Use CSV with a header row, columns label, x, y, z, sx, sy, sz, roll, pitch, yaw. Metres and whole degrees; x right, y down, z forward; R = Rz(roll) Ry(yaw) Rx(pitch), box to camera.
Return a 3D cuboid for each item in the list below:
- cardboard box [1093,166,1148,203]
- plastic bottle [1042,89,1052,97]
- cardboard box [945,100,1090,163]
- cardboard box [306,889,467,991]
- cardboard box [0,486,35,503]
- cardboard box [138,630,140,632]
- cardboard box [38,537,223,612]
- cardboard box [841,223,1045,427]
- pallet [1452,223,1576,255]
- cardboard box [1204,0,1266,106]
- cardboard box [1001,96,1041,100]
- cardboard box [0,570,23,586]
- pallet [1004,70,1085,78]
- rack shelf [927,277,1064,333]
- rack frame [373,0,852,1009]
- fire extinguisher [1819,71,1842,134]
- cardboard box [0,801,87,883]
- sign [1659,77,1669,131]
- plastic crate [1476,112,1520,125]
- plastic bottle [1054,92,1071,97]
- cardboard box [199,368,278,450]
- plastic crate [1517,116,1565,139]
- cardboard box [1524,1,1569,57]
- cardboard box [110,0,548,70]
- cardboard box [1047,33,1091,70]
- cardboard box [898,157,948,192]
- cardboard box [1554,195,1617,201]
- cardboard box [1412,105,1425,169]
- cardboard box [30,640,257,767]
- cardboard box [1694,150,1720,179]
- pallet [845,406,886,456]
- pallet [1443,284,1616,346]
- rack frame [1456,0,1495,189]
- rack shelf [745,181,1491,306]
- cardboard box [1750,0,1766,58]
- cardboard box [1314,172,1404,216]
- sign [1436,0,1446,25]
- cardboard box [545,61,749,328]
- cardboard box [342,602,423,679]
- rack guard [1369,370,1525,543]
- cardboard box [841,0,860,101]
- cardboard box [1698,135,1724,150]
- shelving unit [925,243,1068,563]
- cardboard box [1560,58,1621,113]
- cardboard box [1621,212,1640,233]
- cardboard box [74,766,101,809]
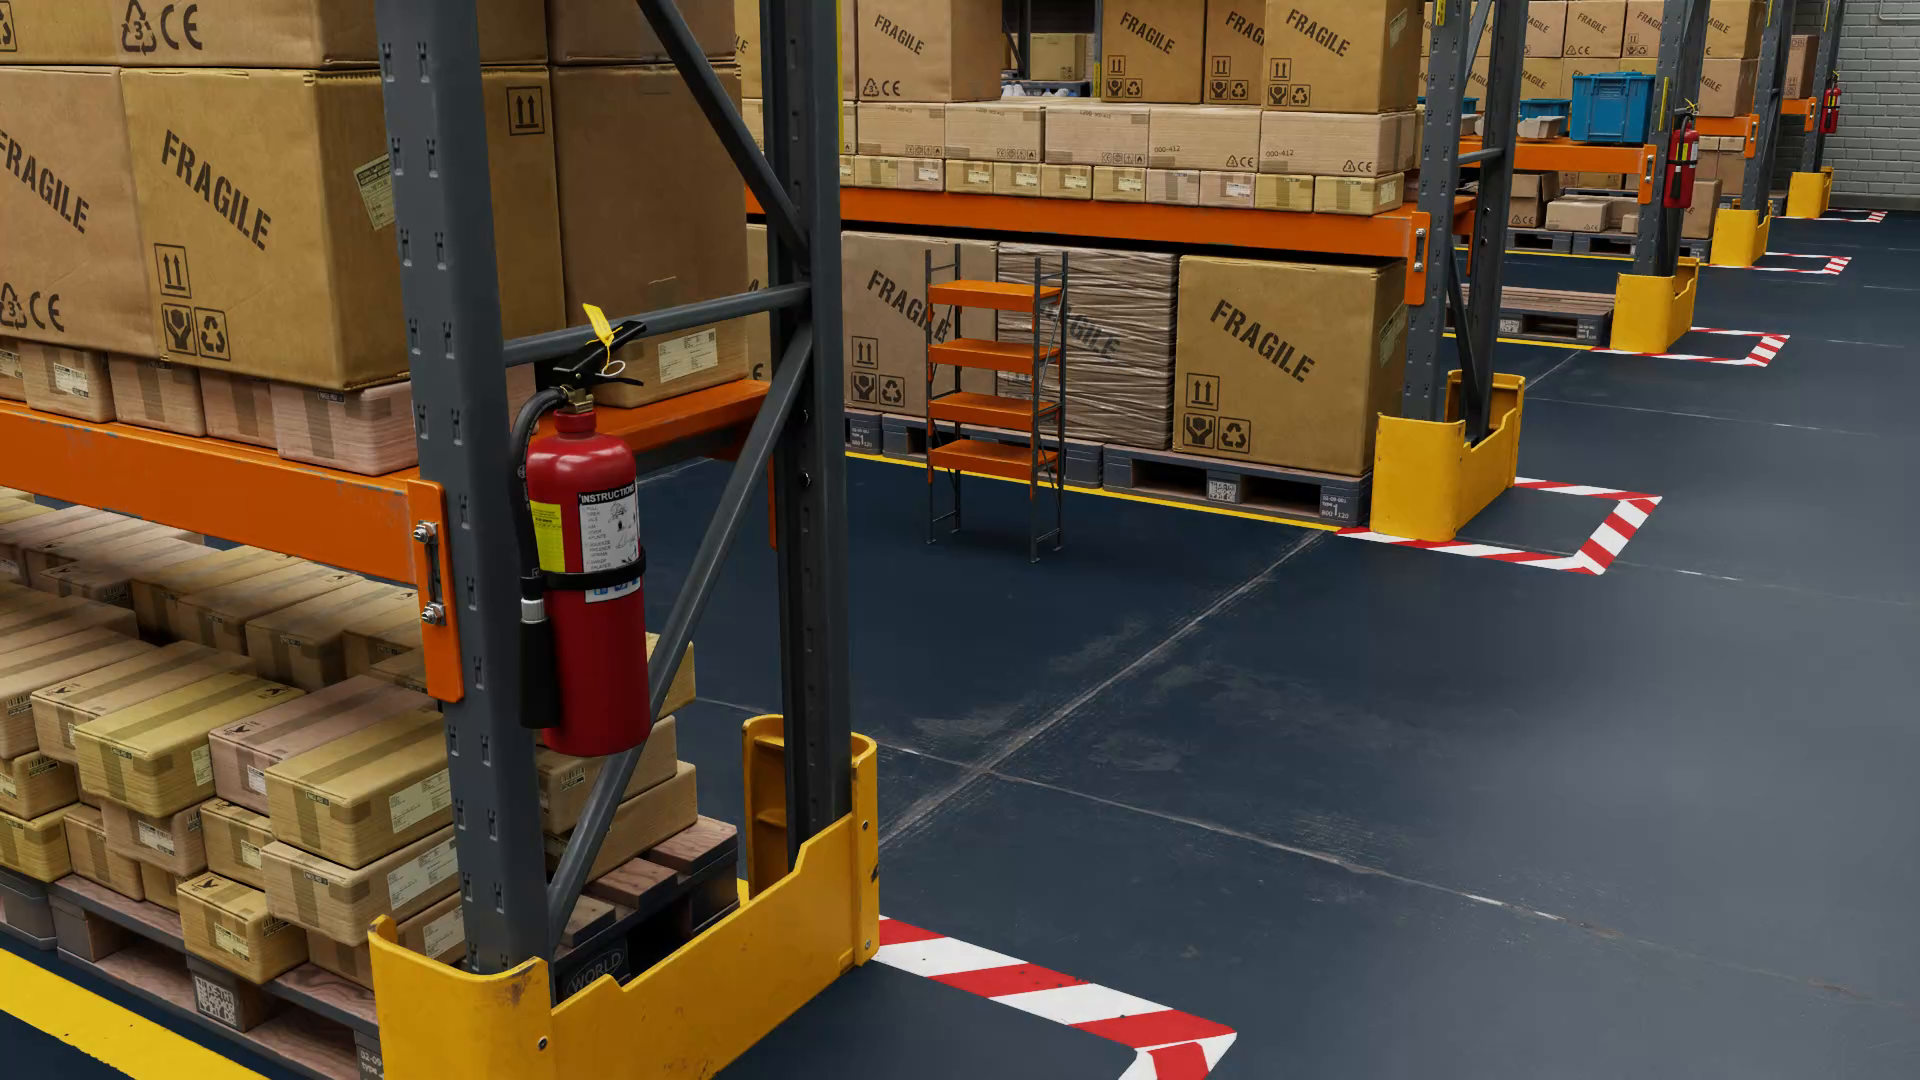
label,x,y,z,sx,sy,sz,roll,pitch,yaw
cardboard box,0.788,-1.599,7.418,0.250,0.149,0.380,10,19,29
plastic bottle,0.727,-3.610,13.827,0.097,0.271,0.097,0,17,0
cardboard box,0.271,-1.903,7.733,0.500,0.250,0.500,10,20,30
cardboard box,-1.105,0.756,3.415,0.250,0.149,0.380,11,20,31
cardboard box,-3.062,-0.054,5.057,0.250,0.149,0.380,10,20,30
cardboard box,-2.233,0.270,4.501,0.250,0.149,0.380,11,20,33
cardboard box,-2.212,0.126,4.465,0.250,0.149,0.380,10,20,30
cardboard box,0.014,-1.128,8.366,0.875,0.875,0.875,10,20,30
pallet,5.542,-3.029,16.490,1.213,0.211,1.003,10,20,30
cardboard box,1.441,-2.237,7.542,0.500,0.500,0.500,10,19,29
cardboard box,0.117,-2.113,8.423,0.500,0.250,0.500,11,20,31
cardboard box,-2.642,0.192,4.248,0.250,0.149,0.380,9,19,28
pallet,1.387,-6.688,24.069,1.213,0.211,1.003,10,20,30
rack shelf,0.141,-0.925,6.510,0.480,0.148,0.258,10,20,30
rack frame,-0.547,-0.379,2.968,0.127,3.000,1.000,10,20,30
fire extinguisher,9.799,-4.920,18.691,0.183,0.674,0.296,10,20,30
cardboard box,-2.024,0.623,3.853,0.250,0.149,0.380,9,19,28
sign,4.453,-2.758,10.519,0.005,0.325,0.100,10,20,30
plastic crate,3.881,-3.013,11.989,0.298,0.136,0.250,10,20,30
plastic bottle,0.814,-3.348,12.954,0.135,0.276,0.152,10,20,30
cardboard box,-1.165,-0.285,3.092,0.250,0.149,0.380,10,20,30
plastic crate,3.937,-2.800,11.290,0.243,0.136,0.396,10,20,30
cardboard box,5.487,-4.803,15.640,0.500,0.500,0.500,11,20,32
cardboard box,-1.067,-1.056,2.791,0.500,0.500,0.500,10,19,29
cardboard box,1.616,-7.001,23.838,0.500,0.500,0.700,10,20,30
cardboard box,-0.091,-1.756,7.933,0.250,0.149,0.380,10,20,31
cardboard box,6.156,-3.245,16.376,0.500,0.250,0.500,10,20,30
cardboard box,1.867,-1.802,7.400,0.500,0.250,0.500,10,19,29
cardboard box,-1.789,0.366,3.673,0.250,0.149,0.380,9,19,28
cardboard box,8.837,-4.435,19.899,0.500,0.500,0.700,10,20,30
pallet,-0.666,-0.731,8.925,1.213,0.211,1.003,10,20,30
pallet,4.045,-1.619,11.849,1.213,0.211,1.003,10,20,30
rack frame,6.503,-5.881,21.080,0.127,3.000,1.000,10,20,30
rack shelf,0.431,-1.552,8.067,4.000,0.370,1.077,10,20,30
cardboard box,7.082,-4.704,15.314,0.500,0.500,0.500,11,20,32
cardboard box,1.659,-1.444,6.908,0.250,0.149,0.380,11,20,31
sign,1.839,-2.127,6.323,0.005,0.325,0.100,10,20,30
cardboard box,-0.785,-0.706,3.360,0.500,0.500,0.500,11,20,33
cardboard box,-1.261,0.254,4.045,0.250,0.149,0.380,10,20,30
rack guard,2.155,-0.392,7.312,0.348,0.500,1.175,10,20,30
cardboard box,-0.584,-2.417,8.133,0.500,0.500,0.500,10,20,30
cardboard box,8.840,-4.682,19.597,0.250,0.149,0.380,11,20,32
shelving unit,0.141,-0.549,6.624,0.503,1.200,0.258,10,20,30
cardboard box,5.932,-4.249,15.535,0.500,0.500,0.500,10,20,30
cardboard box,6.432,-3.005,15.732,0.250,0.166,0.380,10,20,30
cardboard box,-1.765,0.487,3.787,0.250,0.149,0.380,10,19,29
